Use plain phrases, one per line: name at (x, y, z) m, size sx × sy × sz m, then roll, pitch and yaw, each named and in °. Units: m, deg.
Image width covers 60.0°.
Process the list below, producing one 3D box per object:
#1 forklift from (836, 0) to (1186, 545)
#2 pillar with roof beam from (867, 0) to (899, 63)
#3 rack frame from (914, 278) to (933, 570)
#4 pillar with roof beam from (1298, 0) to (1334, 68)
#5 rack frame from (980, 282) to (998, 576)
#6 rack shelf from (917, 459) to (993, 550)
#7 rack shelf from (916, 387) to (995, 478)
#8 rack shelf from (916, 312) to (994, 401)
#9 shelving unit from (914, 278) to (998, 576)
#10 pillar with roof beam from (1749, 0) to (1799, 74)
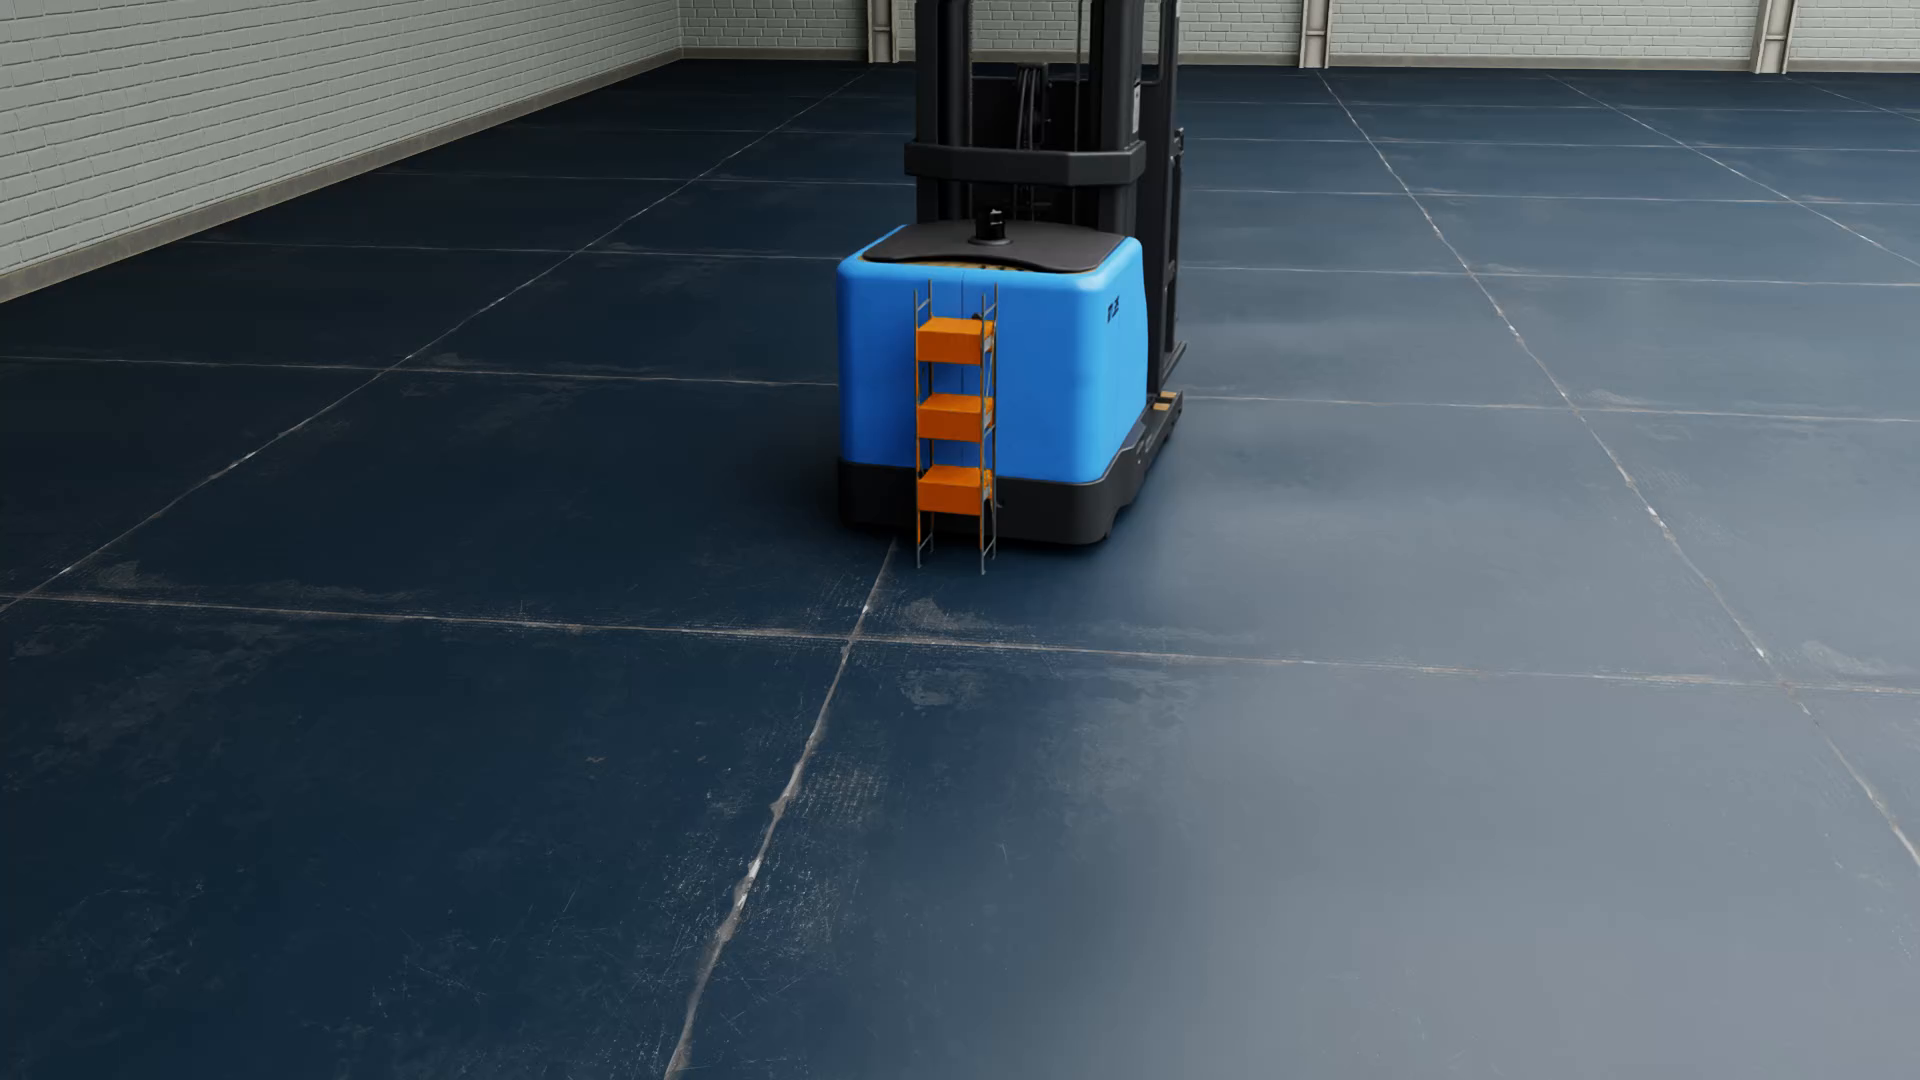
forklift at (0.418, -1.857, 7.149) m, size 1.130 × 2.935 × 3.031 m, roll 6°, pitch 22°, yaw 15°
pillar with roof beam at (-1.589, -9.414, 18.011) m, size 0.400 × 9.000 × 9.100 m, roll 2°, pitch 22°, yaw 6°
rack frame at (-0.131, -0.413, 6.058) m, size 0.008 × 1.050 × 0.200 m, roll 6°, pitch 22°, yaw 14°
pillar with roof beam at (4.370, -9.154, 17.355) m, size 0.400 × 9.000 × 9.100 m, roll 2°, pitch 22°, yaw 6°
rack frame at (0.105, -0.390, 5.999) m, size 0.008 × 1.050 × 0.200 m, roll 6°, pitch 22°, yaw 14°
rack shelf at (-0.013, -0.134, 6.134) m, size 0.240 × 0.259 × 0.215 m, roll 6°, pitch 22°, yaw 14°
rack shelf at (-0.013, -0.392, 6.032) m, size 0.240 × 0.259 × 0.215 m, roll 6°, pitch 22°, yaw 14°
rack shelf at (-0.013, -0.656, 5.928) m, size 0.240 × 0.259 × 0.215 m, roll 6°, pitch 22°, yaw 14°
shelving unit at (-0.013, -0.402, 6.028) m, size 0.252 × 1.050 × 0.215 m, roll 6°, pitch 22°, yaw 14°
pillar with roof beam at (10.328, -8.894, 16.698) m, size 0.400 × 9.000 × 9.100 m, roll 2°, pitch 22°, yaw 6°
